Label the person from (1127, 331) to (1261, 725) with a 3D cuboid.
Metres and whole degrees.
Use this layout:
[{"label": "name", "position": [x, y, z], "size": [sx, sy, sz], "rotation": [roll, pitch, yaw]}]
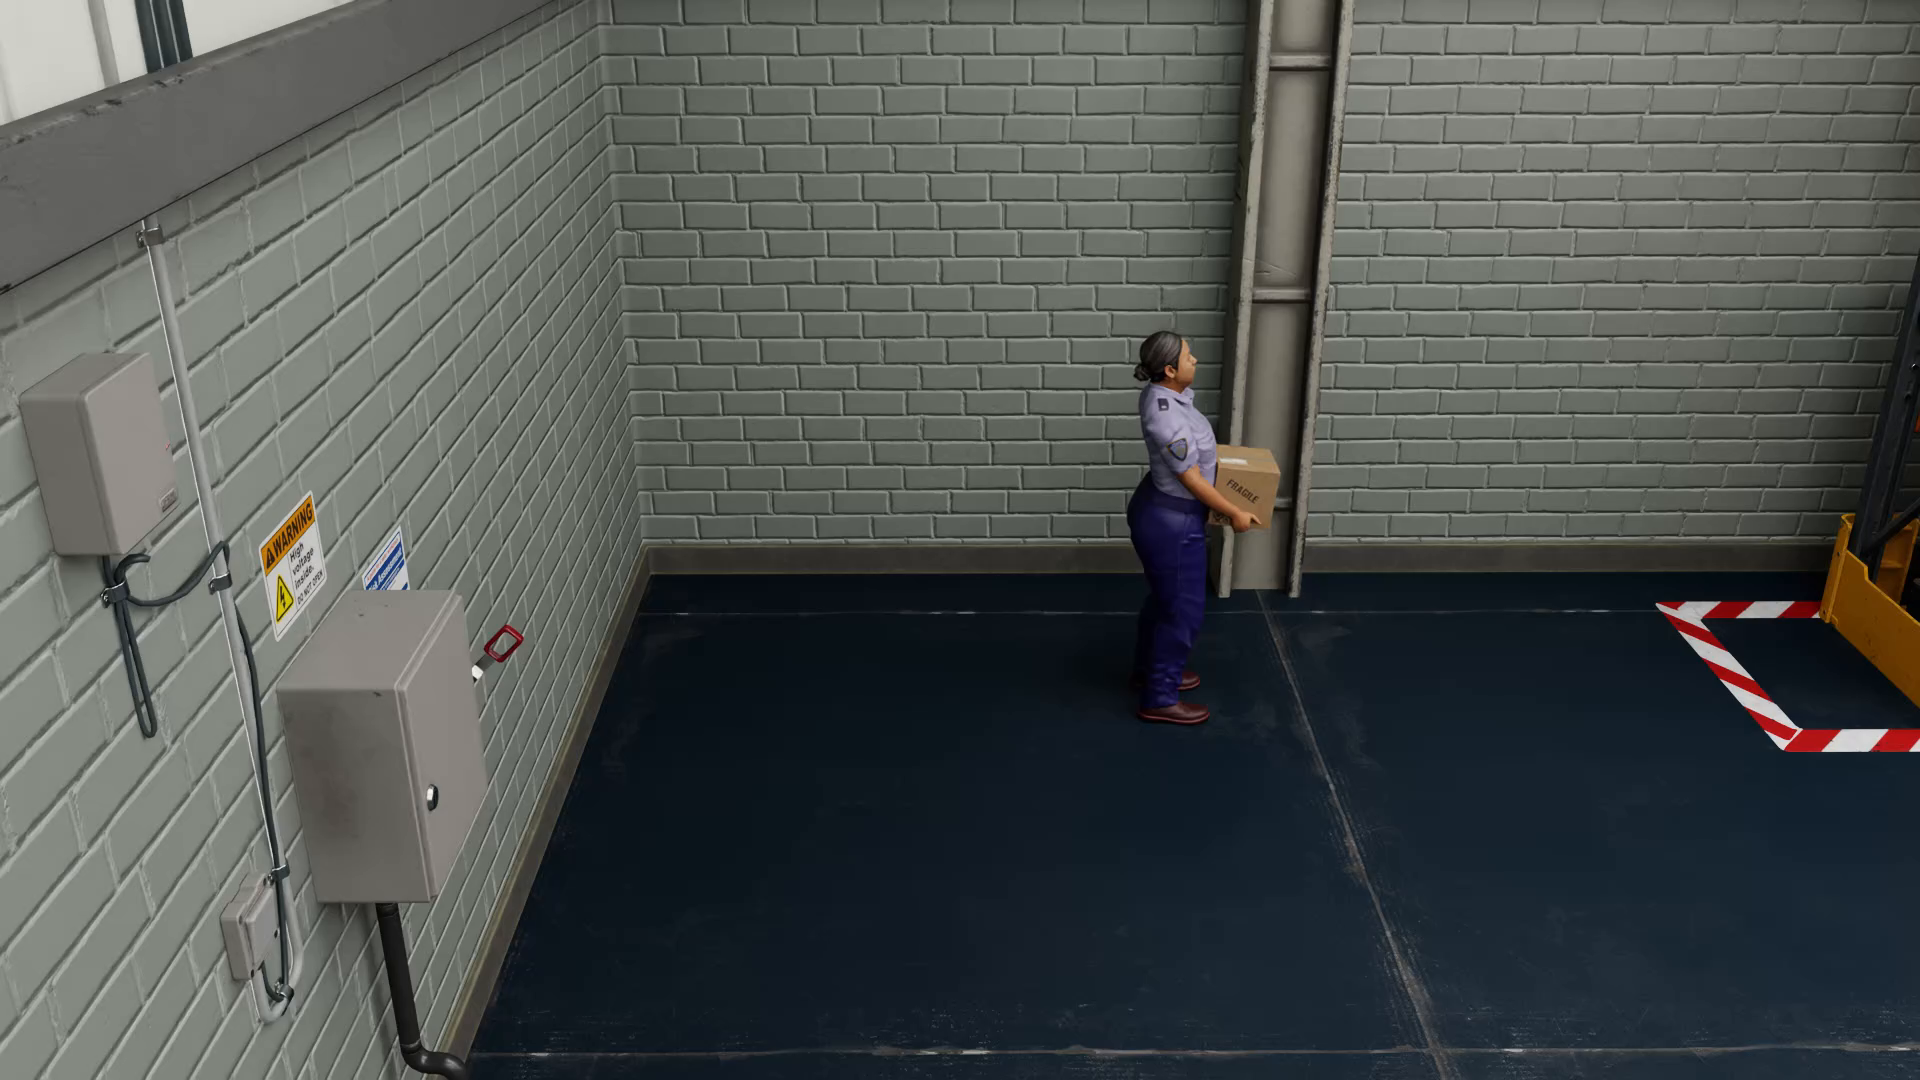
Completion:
[{"label": "person", "position": [0.950, -0.053, 6.768], "size": [0.494, 1.622, 0.452], "rotation": [0, 24, 0]}]
